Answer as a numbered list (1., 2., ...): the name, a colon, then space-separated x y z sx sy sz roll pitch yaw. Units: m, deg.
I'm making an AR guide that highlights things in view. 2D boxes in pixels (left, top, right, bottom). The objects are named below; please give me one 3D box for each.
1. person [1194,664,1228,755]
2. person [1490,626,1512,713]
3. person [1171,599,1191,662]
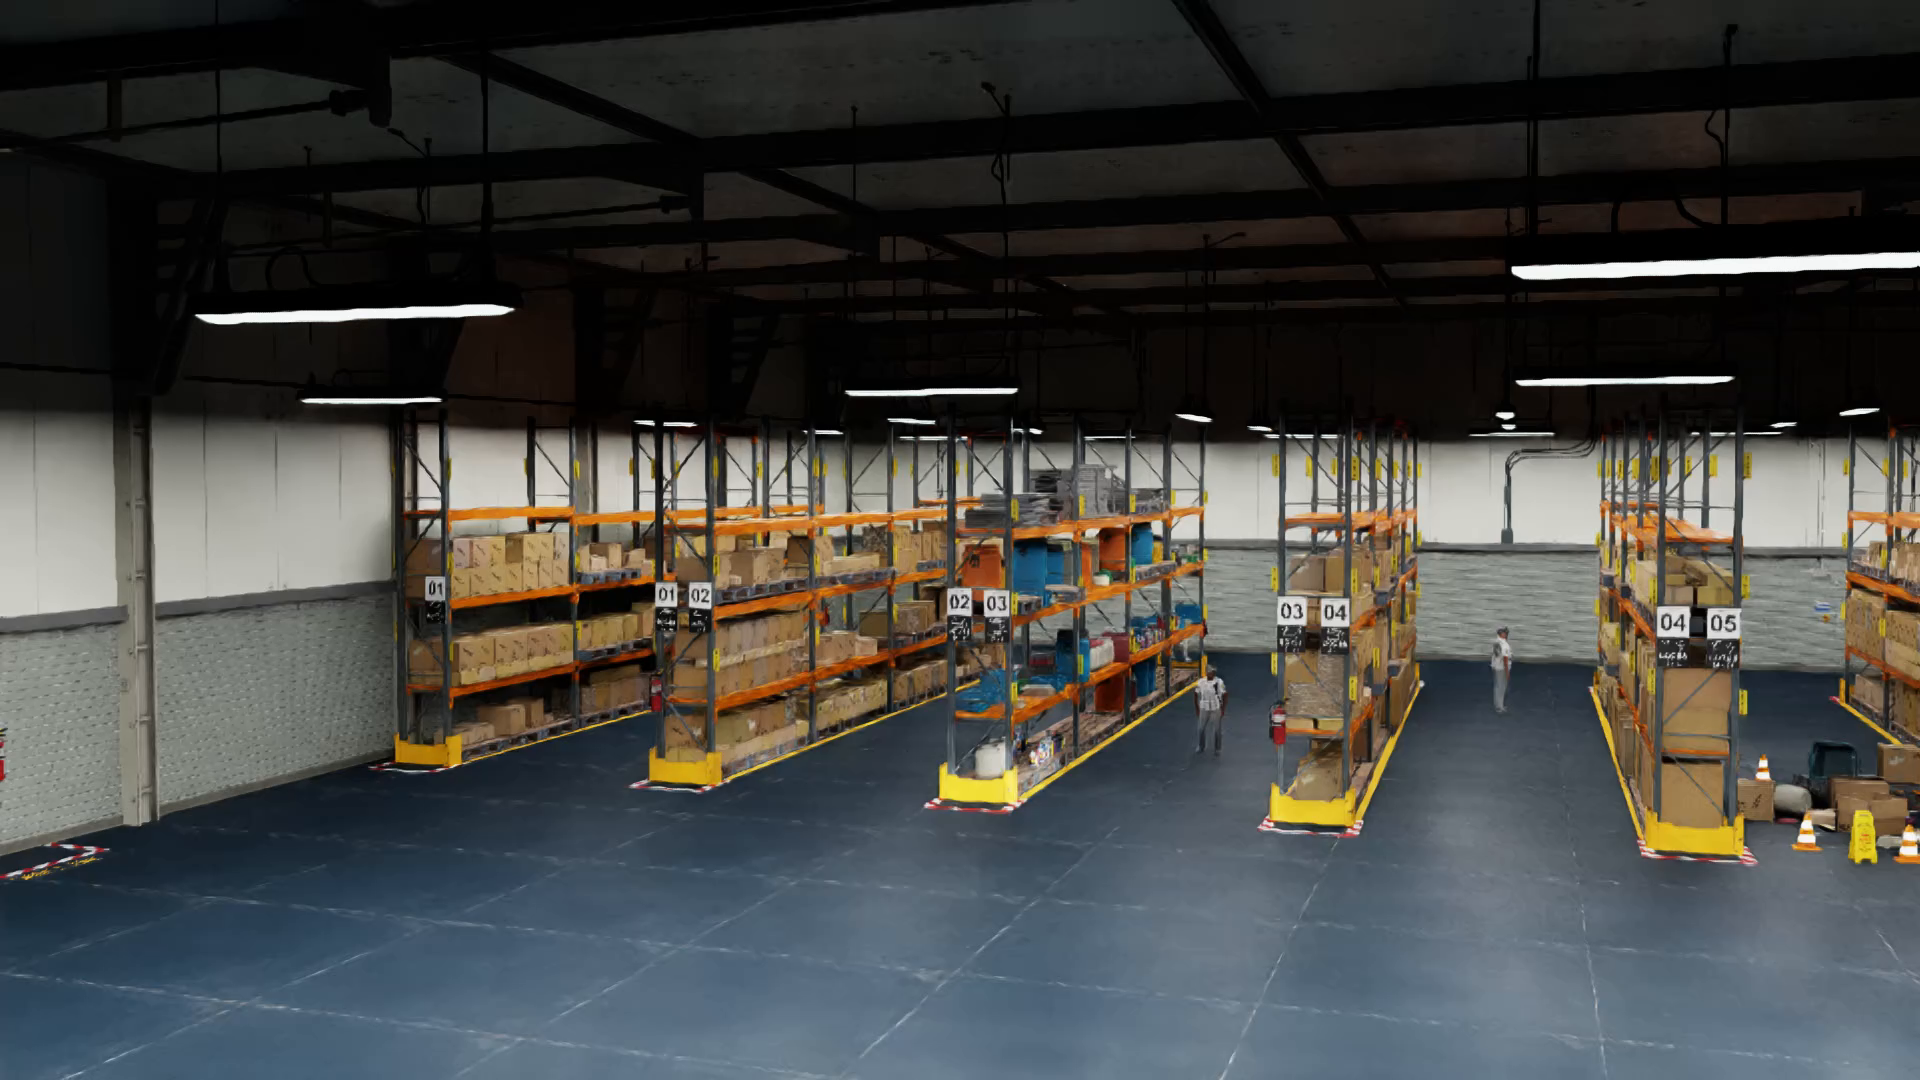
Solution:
1. person: 4.374 2.949 29.034 0.592 1.629 0.532 1 3 16
2. person: 11.135 2.639 34.144 0.434 1.766 0.634 0 2 -4
3. person: 5.698 2.339 43.202 0.529 1.617 0.934 0 2 -5
